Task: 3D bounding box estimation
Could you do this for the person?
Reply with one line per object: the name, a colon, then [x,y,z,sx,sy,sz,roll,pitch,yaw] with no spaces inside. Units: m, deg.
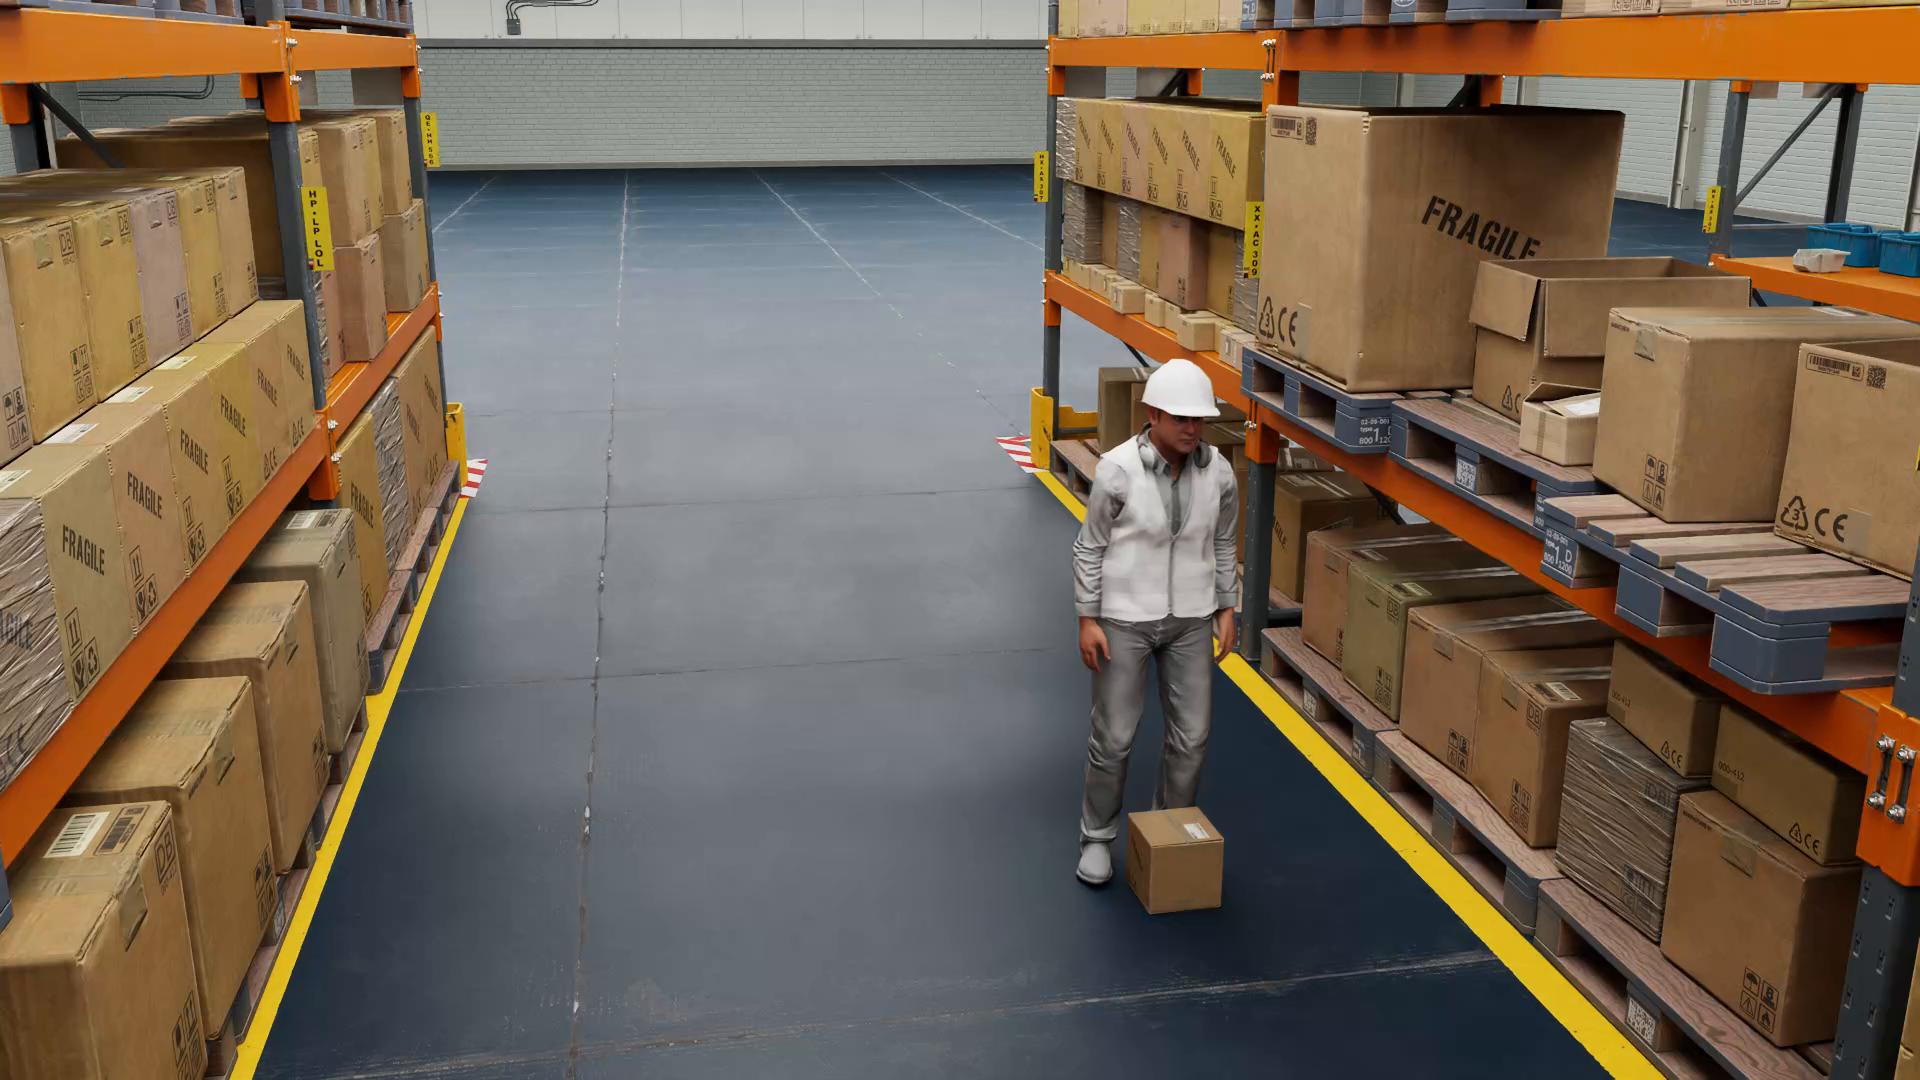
person: [4.111,-1.854,5.634,7.589,5.808,11.427,-4,17,-14]
